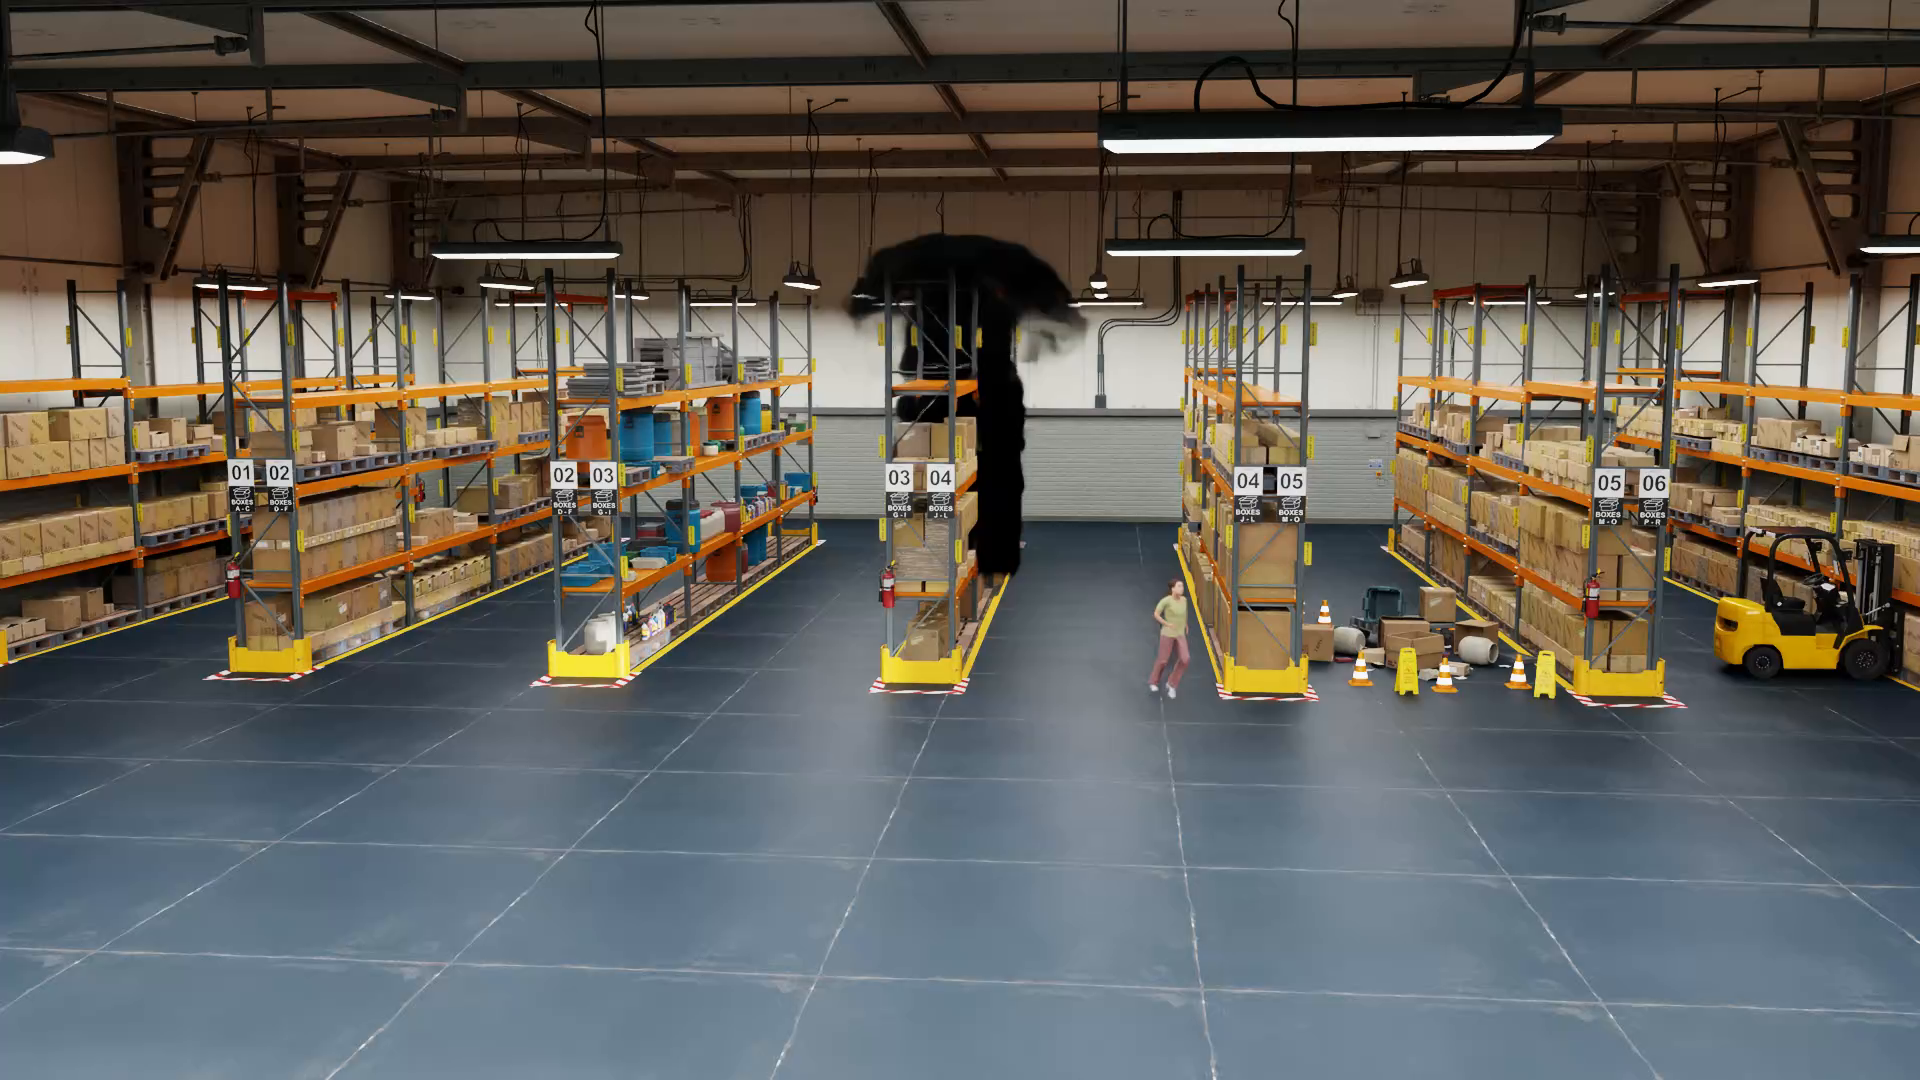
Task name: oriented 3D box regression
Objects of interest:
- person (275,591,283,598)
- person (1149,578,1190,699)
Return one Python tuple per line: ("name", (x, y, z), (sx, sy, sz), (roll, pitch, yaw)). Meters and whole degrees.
("person", (-11.728, 0.605, 29.086), (0.697, 1.753, 0.672), (0, 7, 4))
("person", (2.986, 1.358, 23.335), (0.624, 1.671, 0.672), (-3, 7, -21))
